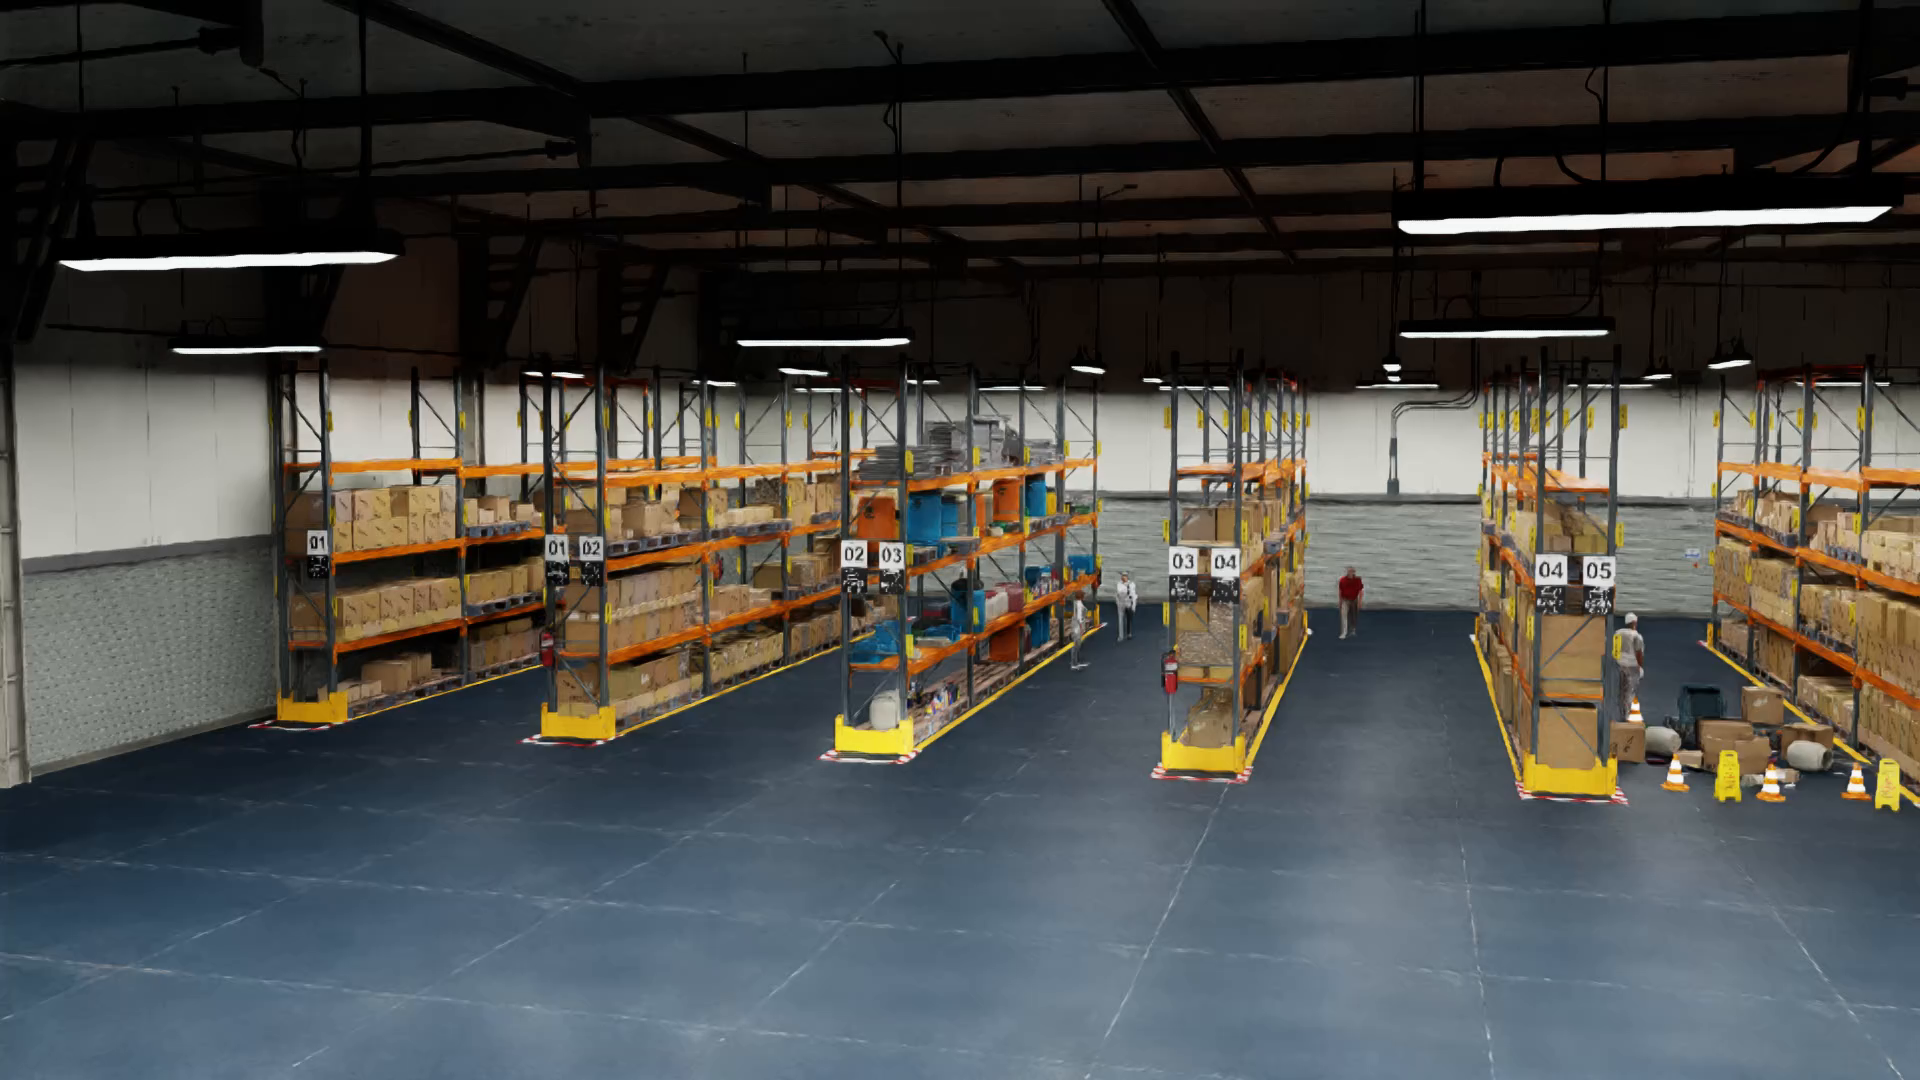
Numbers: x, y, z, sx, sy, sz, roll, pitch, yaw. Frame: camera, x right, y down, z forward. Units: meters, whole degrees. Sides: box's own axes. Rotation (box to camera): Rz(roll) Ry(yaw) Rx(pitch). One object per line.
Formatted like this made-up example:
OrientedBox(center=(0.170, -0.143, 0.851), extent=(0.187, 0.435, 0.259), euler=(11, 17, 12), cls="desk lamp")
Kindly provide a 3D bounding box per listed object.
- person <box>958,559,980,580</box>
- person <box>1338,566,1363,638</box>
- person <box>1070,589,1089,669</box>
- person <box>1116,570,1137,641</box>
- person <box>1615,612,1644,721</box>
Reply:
OrientedBox(center=(0.227, 1.216, 41.521), extent=(0.580, 1.618, 0.505), euler=(1, 4, 13), cls="person")
OrientedBox(center=(8.989, 1.411, 38.272), extent=(0.540, 1.646, 1.130), euler=(1, 4, 13), cls="person")
OrientedBox(center=(2.421, 1.782, 33.482), extent=(0.419, 1.603, 0.502), euler=(0, 4, -6), cls="person")
OrientedBox(center=(3.768, 1.470, 37.732), extent=(0.502, 1.625, 0.997), euler=(1, 4, 14), cls="person")
OrientedBox(center=(11.222, 2.098, 27.767), extent=(0.457, 1.783, 0.618), euler=(-1, 4, -14), cls="person")
